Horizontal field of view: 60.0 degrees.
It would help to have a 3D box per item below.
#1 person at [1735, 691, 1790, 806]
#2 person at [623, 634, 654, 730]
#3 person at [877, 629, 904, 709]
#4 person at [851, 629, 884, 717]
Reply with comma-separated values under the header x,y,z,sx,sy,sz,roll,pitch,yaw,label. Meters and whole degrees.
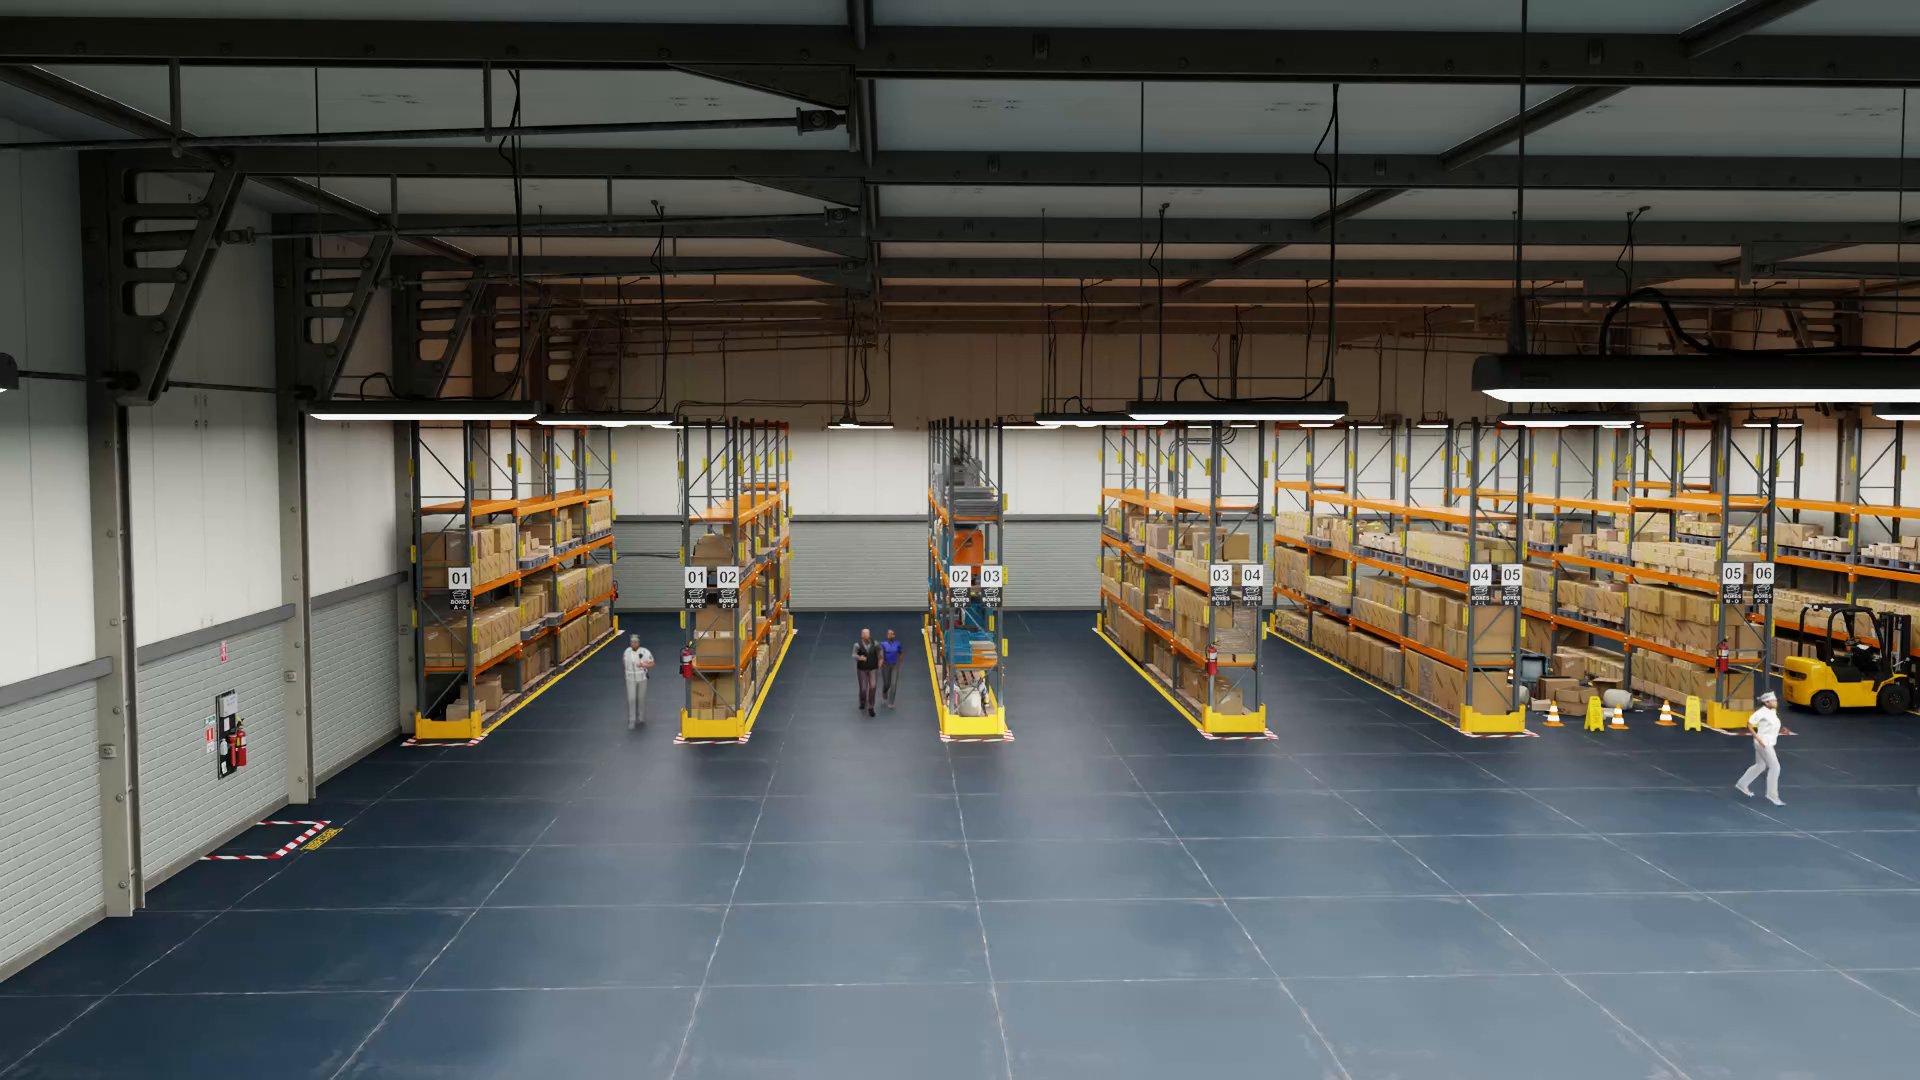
x,y,z,sx,sy,sz,roll,pitch,yaw,label
12.429,3.195,25.755,0.762,1.752,0.570,3,5,40,person
-6.255,2.731,32.328,0.636,1.831,0.884,0,4,-3,person
-1.447,2.667,34.521,0.593,1.598,0.727,-1,4,-13,person
-1.877,2.679,33.768,0.661,1.757,0.822,0,4,-5,person
